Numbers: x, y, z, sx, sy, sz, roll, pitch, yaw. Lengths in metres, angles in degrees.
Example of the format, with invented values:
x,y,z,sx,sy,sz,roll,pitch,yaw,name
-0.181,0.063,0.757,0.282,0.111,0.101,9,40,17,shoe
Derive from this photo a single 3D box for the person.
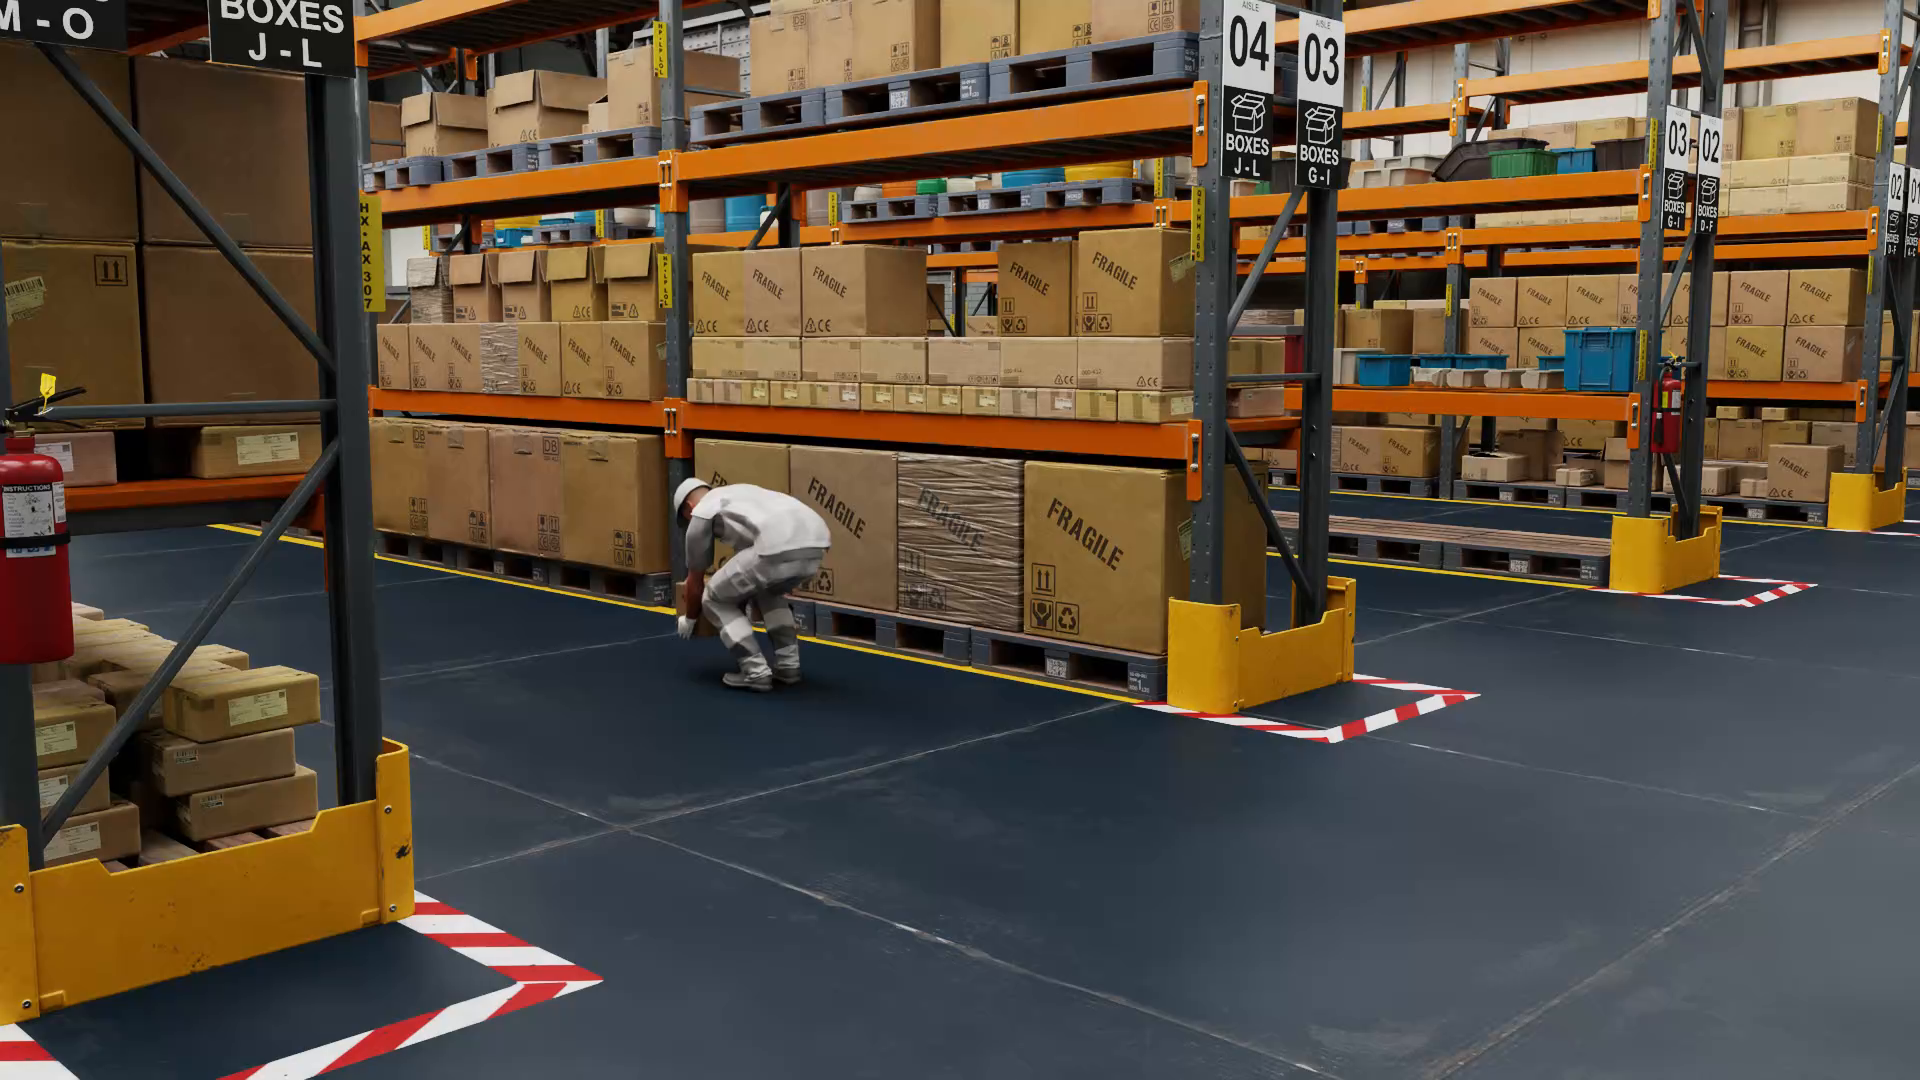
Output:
x,y,z,sx,sy,sz,roll,pitch,yaw,name
-1.064,0.209,8.226,0.952,0.994,0.530,6,9,41,person
